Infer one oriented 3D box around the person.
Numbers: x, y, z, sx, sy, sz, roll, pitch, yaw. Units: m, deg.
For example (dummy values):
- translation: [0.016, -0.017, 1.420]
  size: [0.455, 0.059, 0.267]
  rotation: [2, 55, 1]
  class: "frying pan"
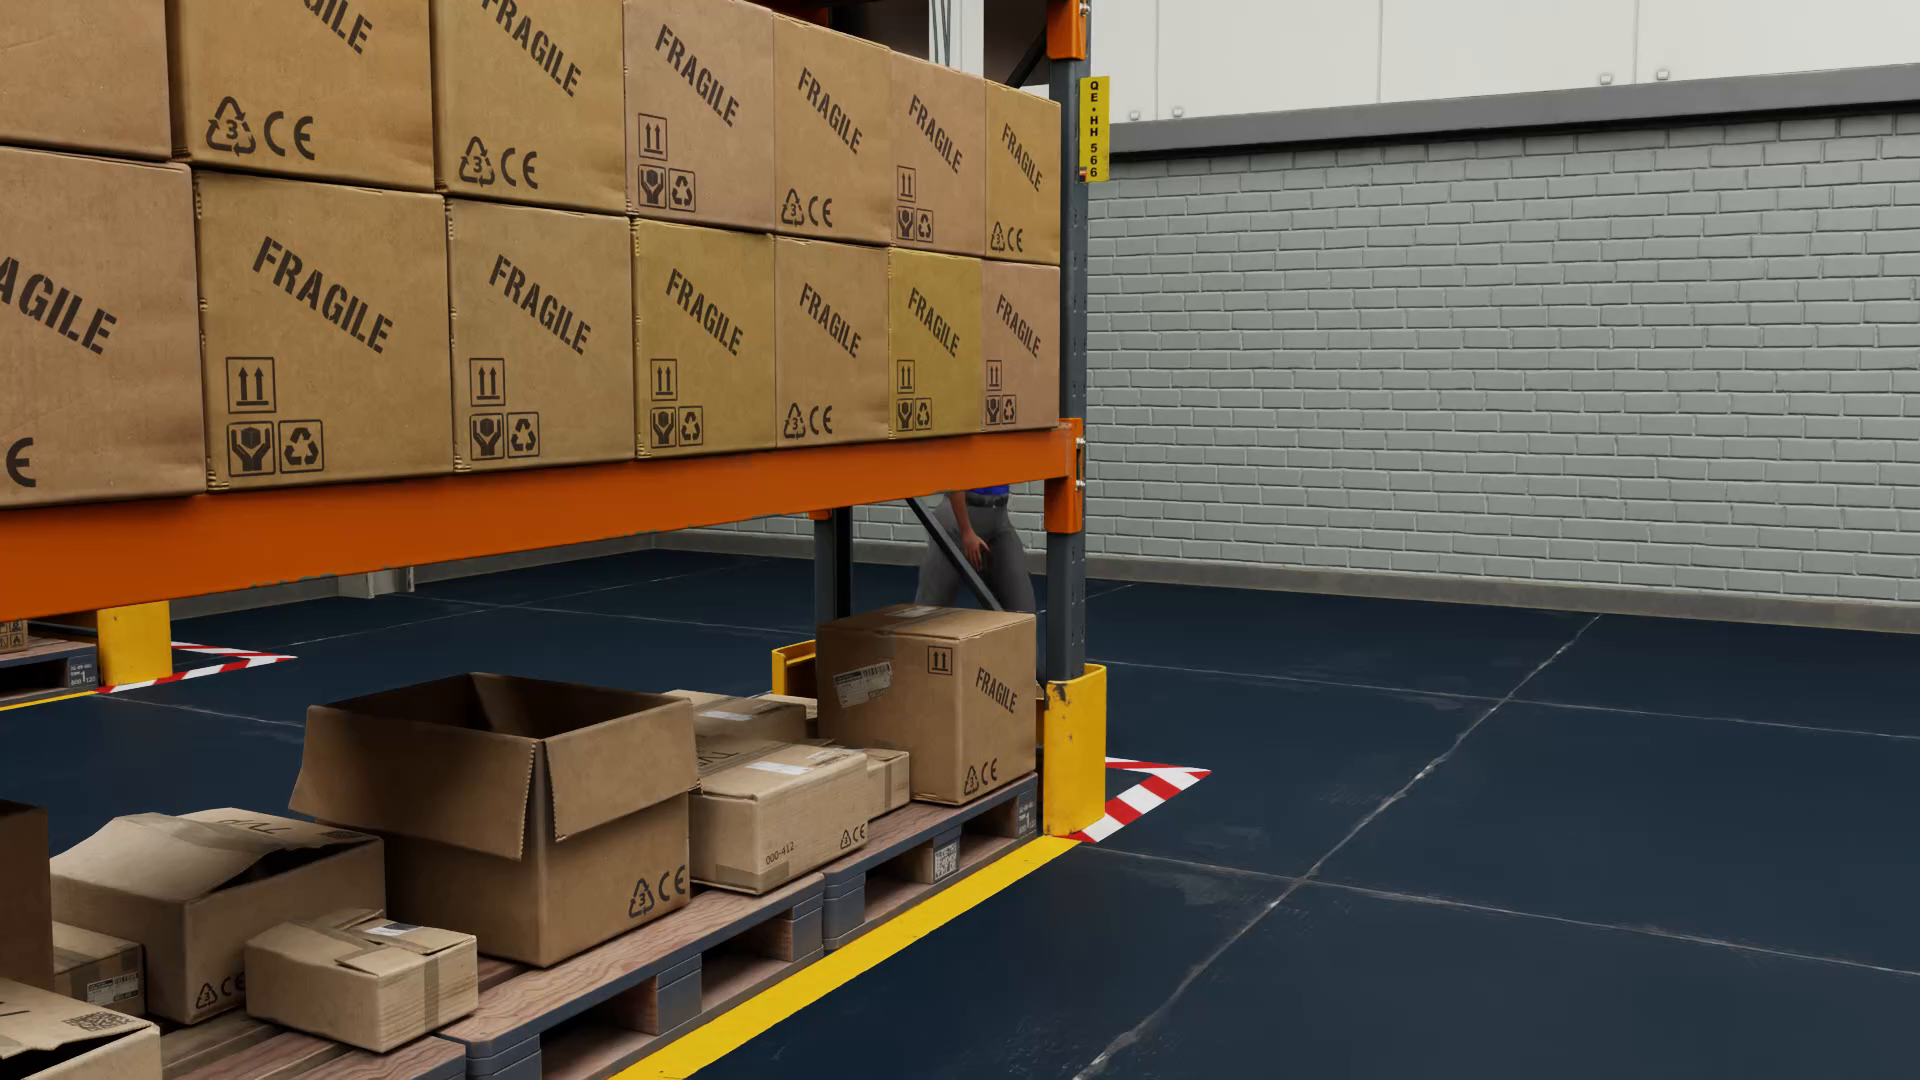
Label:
- translation: [0.041, -0.042, 6.914]
  size: [0.770, 1.620, 0.590]
  rotation: [4, 7, 33]
  class: "person"
